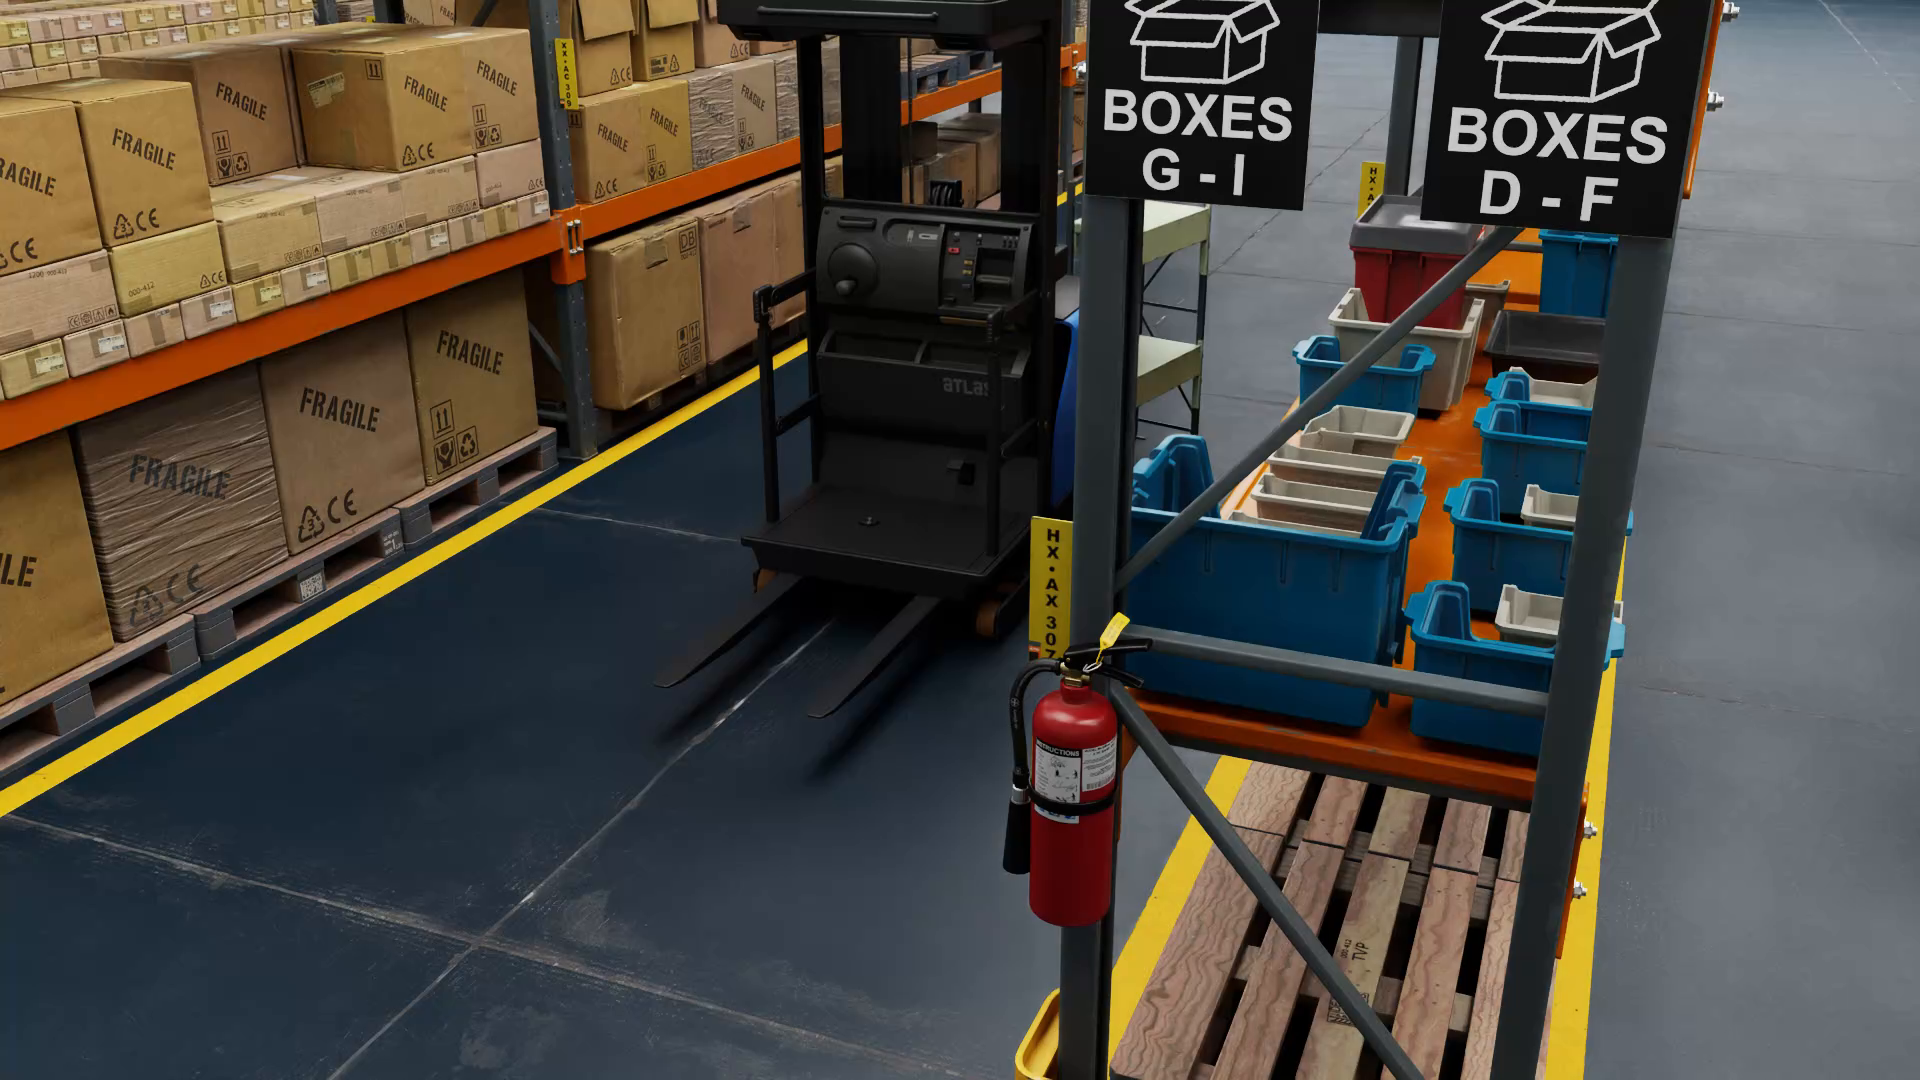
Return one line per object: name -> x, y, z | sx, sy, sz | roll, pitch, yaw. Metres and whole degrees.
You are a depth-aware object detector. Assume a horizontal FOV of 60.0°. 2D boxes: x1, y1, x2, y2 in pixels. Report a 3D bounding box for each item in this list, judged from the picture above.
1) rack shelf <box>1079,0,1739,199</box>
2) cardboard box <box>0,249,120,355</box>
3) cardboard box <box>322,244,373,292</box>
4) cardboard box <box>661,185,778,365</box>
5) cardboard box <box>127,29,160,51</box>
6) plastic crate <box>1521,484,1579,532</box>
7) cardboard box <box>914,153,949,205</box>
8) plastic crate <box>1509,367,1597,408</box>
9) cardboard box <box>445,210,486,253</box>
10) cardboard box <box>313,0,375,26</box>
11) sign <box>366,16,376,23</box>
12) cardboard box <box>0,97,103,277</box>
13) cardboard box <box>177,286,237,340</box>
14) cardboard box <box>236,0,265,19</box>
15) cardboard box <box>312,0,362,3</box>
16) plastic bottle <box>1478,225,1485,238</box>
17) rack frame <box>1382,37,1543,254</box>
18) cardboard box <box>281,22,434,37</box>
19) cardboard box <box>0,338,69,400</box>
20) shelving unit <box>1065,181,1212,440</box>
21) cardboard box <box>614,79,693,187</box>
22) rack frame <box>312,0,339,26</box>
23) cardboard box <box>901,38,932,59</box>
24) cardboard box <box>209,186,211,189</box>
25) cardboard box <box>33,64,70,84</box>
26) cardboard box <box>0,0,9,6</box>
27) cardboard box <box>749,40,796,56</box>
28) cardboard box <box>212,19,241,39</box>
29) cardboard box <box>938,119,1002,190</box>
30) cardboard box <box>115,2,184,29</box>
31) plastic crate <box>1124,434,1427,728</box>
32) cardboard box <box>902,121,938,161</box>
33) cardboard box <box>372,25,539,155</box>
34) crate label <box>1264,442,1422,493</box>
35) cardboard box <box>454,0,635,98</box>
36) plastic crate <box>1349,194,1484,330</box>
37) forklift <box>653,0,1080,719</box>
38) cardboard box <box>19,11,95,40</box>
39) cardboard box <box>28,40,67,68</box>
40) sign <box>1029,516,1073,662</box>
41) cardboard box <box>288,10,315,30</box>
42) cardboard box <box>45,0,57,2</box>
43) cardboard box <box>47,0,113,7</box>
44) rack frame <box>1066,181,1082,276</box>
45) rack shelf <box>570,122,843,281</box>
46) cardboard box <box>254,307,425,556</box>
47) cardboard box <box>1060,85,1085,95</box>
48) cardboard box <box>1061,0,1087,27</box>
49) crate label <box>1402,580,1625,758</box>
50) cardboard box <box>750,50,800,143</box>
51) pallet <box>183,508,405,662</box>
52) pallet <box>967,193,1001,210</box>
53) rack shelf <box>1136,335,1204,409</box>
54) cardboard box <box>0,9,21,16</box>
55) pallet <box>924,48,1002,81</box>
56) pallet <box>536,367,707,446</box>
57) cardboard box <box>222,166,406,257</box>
rack shelf -> 1.450, -1.510, 4.515 | 1.077, 0.370, 4.000 | 9, 24, 20
cardboard box -> -3.276, -0.839, 5.676 | 0.500, 0.250, 0.500 | 8, 24, 19
cardboard box -> -2.692, -1.151, 6.939 | 0.380, 0.149, 0.250 | 8, 24, 19
cardboard box -> -1.856, -1.648, 10.015 | 1.225, 0.875, 0.875 | 8, 24, 18
cardboard box -> -5.821, -3.479, 11.583 | 0.380, 0.149, 0.250 | 8, 24, 19
plastic crate -> 1.552, -0.035, 4.207 | 0.250, 0.136, 0.298 | 9, 24, 20
cardboard box -> -0.496, -2.807, 13.250 | 0.700, 0.500, 0.500 | 7, 24, 16
plastic crate -> 1.825, -0.413, 5.112 | 0.293, 0.136, 0.466 | 9, 24, 20
cardboard box -> -2.406, -1.427, 7.600 | 0.380, 0.149, 0.250 | 8, 24, 19
cardboard box -> -5.070, -4.229, 13.852 | 0.500, 0.500, 0.500 | 9, 24, 21
sign -> -2.914, -2.455, 8.335 | 0.100, 0.325, 0.005 | 9, 24, 20
cardboard box -> -3.277, -1.177, 5.513 | 0.500, 0.500, 0.500 | 8, 24, 19
cardboard box -> -2.978, -0.876, 6.280 | 0.380, 0.149, 0.250 | 8, 24, 19
cardboard box -> -5.437, -3.988, 12.416 | 0.380, 0.149, 0.250 | 10, 25, 22
cardboard box -> -5.312, -4.727, 13.748 | 0.700, 0.500, 0.500 | 9, 24, 20
plastic bottle -> 2.297, -1.389, 7.441 | 0.097, 0.201, 0.097 | 0, 23, 0
rack frame -> 2.192, -1.174, 6.668 | 1.000, 3.000, 0.127 | 9, 24, 20
cardboard box -> -2.821, -2.162, 7.870 | 0.500, 0.500, 0.500 | 9, 24, 20
cardboard box -> -3.265, -0.599, 5.618 | 0.380, 0.149, 0.250 | 8, 24, 19
shelving unit -> 0.892, -1.100, 8.439 | 0.431, 1.500, 0.755 | 15, 27, 32
cardboard box -> -1.817, -2.238, 9.086 | 0.500, 0.500, 0.500 | 9, 24, 20
rack frame -> -5.488, -4.060, 13.579 | 1.000, 3.000, 0.127 | 9, 24, 20
cardboard box -> -0.642, -3.967, 12.681 | 0.700, 0.500, 0.500 | 13, 26, 28
cardboard box -> -3.391, -1.281, 6.734 | 0.500, 0.250, 0.500 | 9, 24, 20
cardboard box -> -6.112, -3.061, 10.967 | 0.380, 0.149, 0.250 | 9, 24, 21
cardboard box -> -9.426, -5.184, 16.049 | 0.380, 0.149, 0.250 | 9, 24, 20
cardboard box -> -1.452, -3.331, 10.402 | 0.797, 0.503, 0.637 | 9, 24, 21
cardboard box -> -5.535, -3.754, 12.240 | 0.380, 0.149, 0.250 | 9, 24, 20
cardboard box -> 0.123, -3.410, 14.695 | 0.700, 0.500, 0.500 | 9, 24, 20
cardboard box -> -5.727, -3.709, 11.748 | 0.380, 0.149, 0.250 | 10, 25, 23
plastic crate -> 0.658, 0.067, 3.573 | 0.616, 0.435, 0.499 | 9, 24, 20
cardboard box -> -0.512, -3.145, 13.087 | 0.500, 0.250, 0.500 | 12, 25, 26
cardboard box -> -2.329, -2.094, 7.707 | 0.500, 0.500, 0.500 | 10, 24, 22
crate label -> 1.043, -0.171, 4.531 | 0.396, 0.136, 0.243 | 9, 24, 20
cardboard box -> -2.177, -2.621, 8.703 | 0.797, 0.503, 0.637 | 8, 24, 19
plastic crate -> 1.628, -0.947, 5.965 | 0.402, 0.464, 0.583 | 9, 24, 20
forklift -> -0.231, -1.127, 6.644 | 1.130, 2.935, 3.031 | 9, 24, 20
cardboard box -> -6.015, -3.429, 11.077 | 0.380, 0.149, 0.250 | 9, 24, 20
cardboard box -> -6.114, -3.198, 10.909 | 0.380, 0.149, 0.250 | 8, 24, 18
sign -> 0.190, 0.110, 3.384 | 0.100, 0.325, 0.005 | 9, 24, 20
cardboard box -> -5.249, -4.034, 12.910 | 0.380, 0.149, 0.250 | 9, 24, 21
cardboard box -> -9.183, -5.472, 16.739 | 0.380, 0.149, 0.250 | 10, 25, 22
cardboard box -> -6.326, -3.805, 11.976 | 0.380, 0.149, 0.250 | 10, 25, 22
rack frame -> 0.684, -0.984, 8.161 | 0.400, 1.500, 0.023 | 15, 27, 32
rack shelf -> -1.663, -2.266, 10.218 | 1.077, 0.370, 4.000 | 9, 24, 20
cardboard box -> -3.060, -0.549, 7.385 | 0.875, 0.875, 0.875 | 9, 24, 20
cardboard box -> 1.115, -4.363, 17.001 | 0.500, 0.500, 0.500 | 7, 24, 15
cardboard box -> 0.790, -5.081, 15.507 | 0.875, 0.500, 0.500 | 9, 24, 20
crate label -> 1.104, 0.266, 3.360 | 0.416, 0.233, 0.303 | 9, 24, 20
cardboard box -> -1.254, -2.784, 10.394 | 0.500, 0.500, 0.500 | 8, 24, 18
pallet -> -3.213, 0.103, 7.230 | 1.003, 0.211, 1.213 | 9, 24, 20
pallet -> -0.174, -2.742, 14.040 | 1.003, 0.211, 1.213 | 9, 24, 20
rack shelf -> 0.892, -0.800, 8.564 | 0.431, 0.370, 0.720 | 15, 27, 32
cardboard box -> -6.617, -3.523, 11.301 | 0.380, 0.149, 0.250 | 8, 24, 18
pallet -> -0.223, -3.940, 13.539 | 1.003, 0.211, 1.213 | 9, 24, 20
pallet -> -2.189, -0.883, 9.590 | 1.003, 0.211, 1.213 | 9, 24, 20
cardboard box -> -2.706, -1.387, 6.987 | 0.500, 0.250, 0.500 | 9, 24, 21
